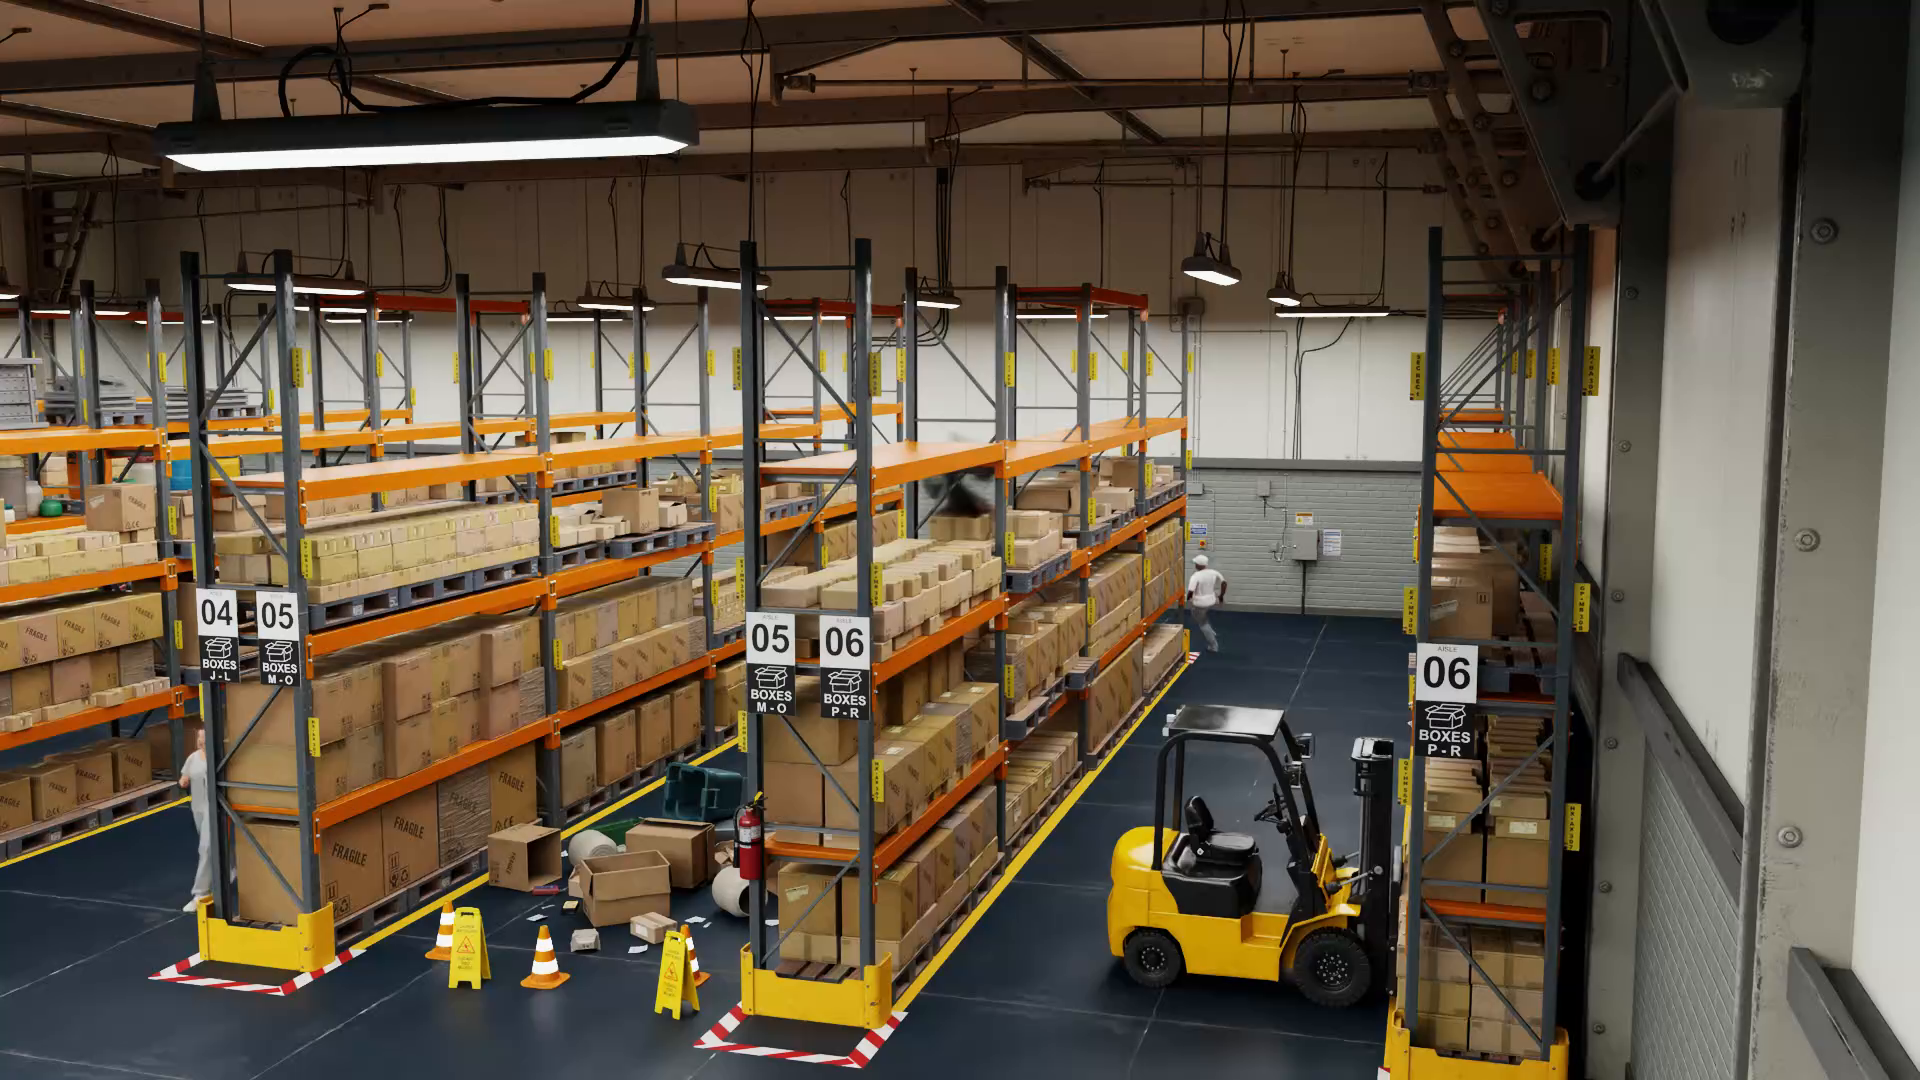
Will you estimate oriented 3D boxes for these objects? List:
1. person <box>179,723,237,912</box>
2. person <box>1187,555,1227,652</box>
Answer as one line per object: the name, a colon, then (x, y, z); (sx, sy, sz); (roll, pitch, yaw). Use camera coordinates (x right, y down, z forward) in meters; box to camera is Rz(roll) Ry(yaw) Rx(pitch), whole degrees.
person: (-7.078, 2.556, 15.719); (0.558, 1.670, 0.952); (2, 7, 14)
person: (4.194, 1.084, 28.875); (0.734, 1.697, 0.620); (-5, 8, -39)
